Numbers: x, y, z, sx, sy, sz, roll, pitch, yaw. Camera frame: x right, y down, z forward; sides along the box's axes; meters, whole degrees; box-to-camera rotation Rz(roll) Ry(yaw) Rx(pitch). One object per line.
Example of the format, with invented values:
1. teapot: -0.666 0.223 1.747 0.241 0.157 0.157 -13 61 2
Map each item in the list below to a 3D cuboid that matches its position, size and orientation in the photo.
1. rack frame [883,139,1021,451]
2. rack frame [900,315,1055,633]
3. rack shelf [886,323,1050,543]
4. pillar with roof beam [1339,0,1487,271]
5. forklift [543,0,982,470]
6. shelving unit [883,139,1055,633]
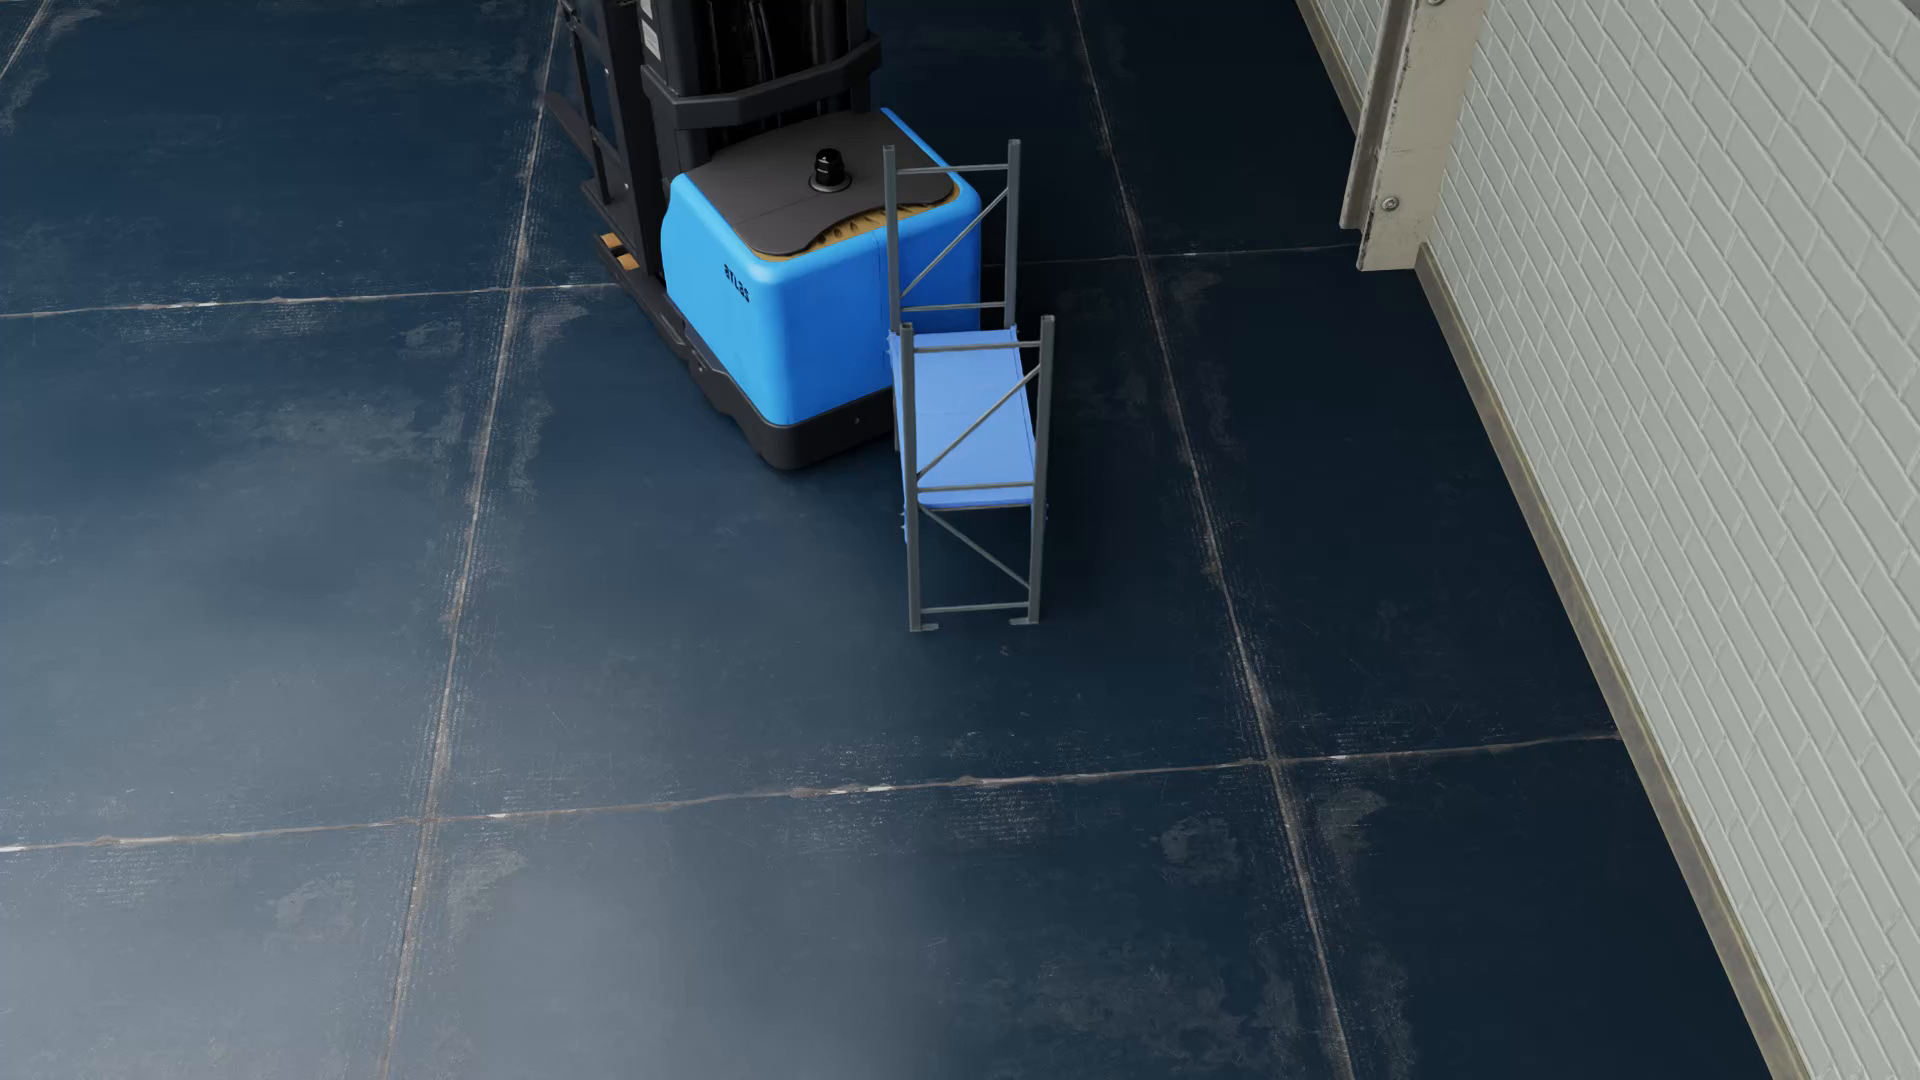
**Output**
1. rack frame: -0.029 -0.921 6.589 0.500 1.500 0.032 -4 47 -3
2. rack frame: 0.057 -0.185 5.892 0.500 1.500 0.032 -4 47 -3
3. rack shelf: 0.014 -0.429 6.371 0.538 0.185 1.000 -4 47 -3
4. pillar with roof beam: -2.242 -4.275 4.601 9.100 9.000 0.400 -3 47 -3
5. forklift: -1.093 -2.357 6.963 1.130 2.935 3.031 -24 51 -21
6. shelving unit: 0.014 -0.553 6.241 0.538 1.500 1.048 -4 47 -3
